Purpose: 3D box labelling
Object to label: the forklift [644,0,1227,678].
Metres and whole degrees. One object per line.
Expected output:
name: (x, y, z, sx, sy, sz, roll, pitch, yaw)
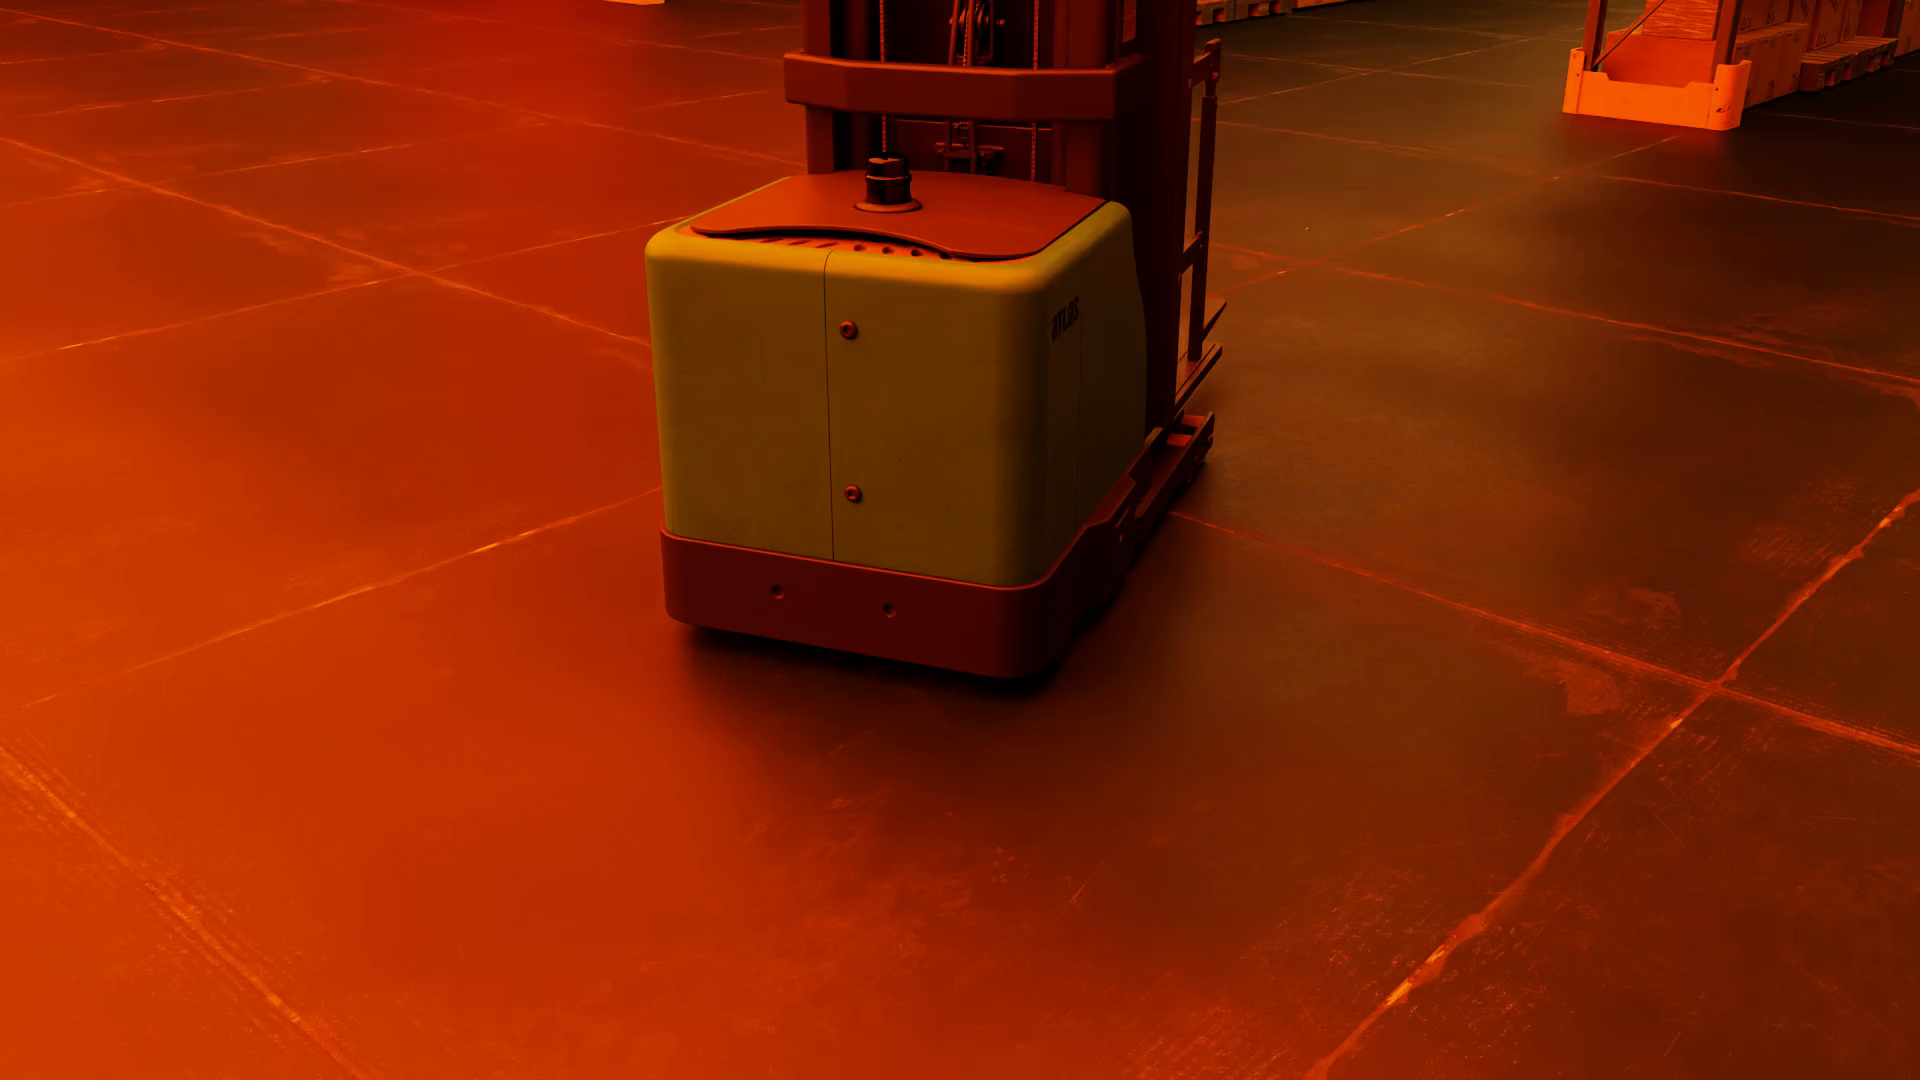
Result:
forklift: (0.211, -1.572, 4.911, 1.130, 2.935, 3.031, 8, 25, 18)
